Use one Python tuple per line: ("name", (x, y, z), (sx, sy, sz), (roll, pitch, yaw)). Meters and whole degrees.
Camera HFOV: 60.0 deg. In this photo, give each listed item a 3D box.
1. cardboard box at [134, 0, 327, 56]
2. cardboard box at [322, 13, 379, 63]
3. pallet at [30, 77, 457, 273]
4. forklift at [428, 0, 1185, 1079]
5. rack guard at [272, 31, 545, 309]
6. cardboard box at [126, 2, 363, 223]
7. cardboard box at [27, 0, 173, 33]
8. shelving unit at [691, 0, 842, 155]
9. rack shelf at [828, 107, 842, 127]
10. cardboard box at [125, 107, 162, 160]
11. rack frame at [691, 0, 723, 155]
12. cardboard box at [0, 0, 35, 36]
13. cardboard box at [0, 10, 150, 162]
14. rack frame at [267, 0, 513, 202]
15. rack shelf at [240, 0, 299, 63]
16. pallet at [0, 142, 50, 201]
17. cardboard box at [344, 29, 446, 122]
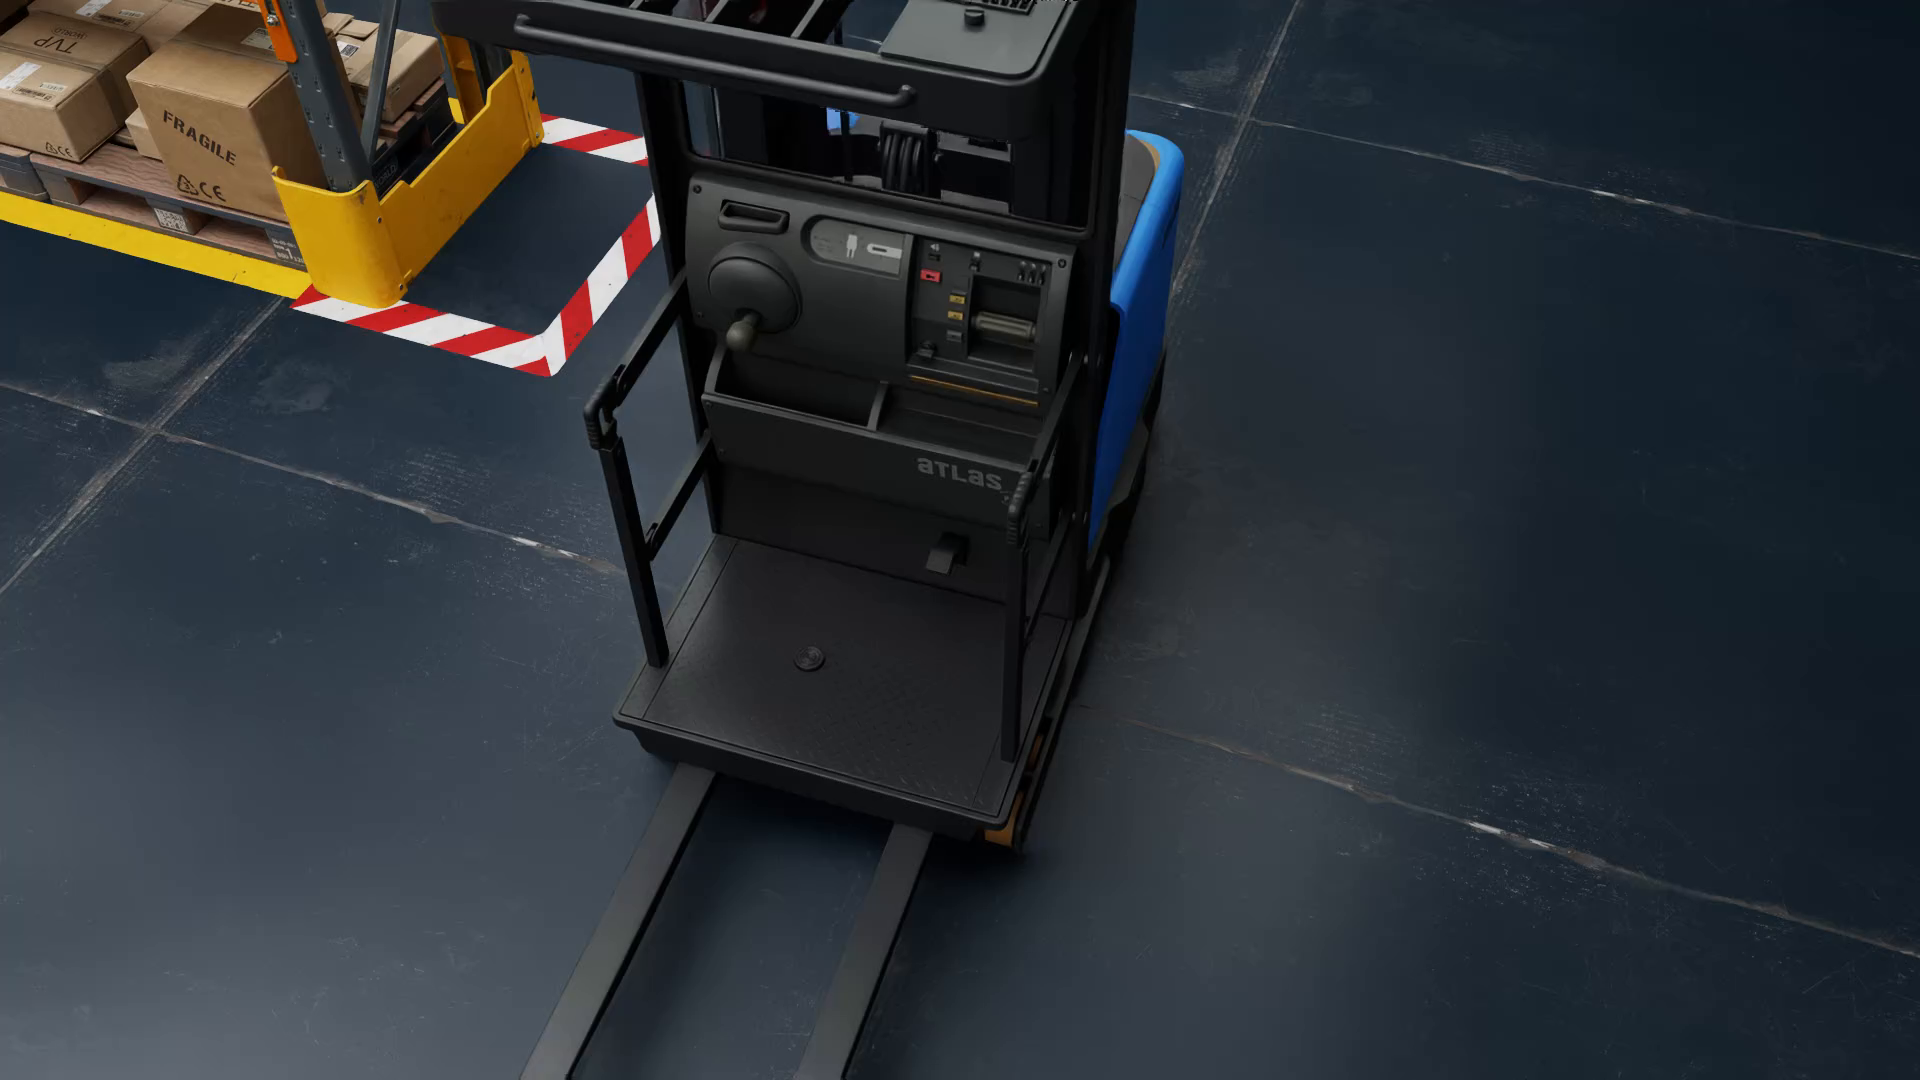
("cardboard box", (-2.815, -1.955, 6.488), (0.500, 0.250, 0.500), (16, 51, 13))
("cardboard box", (-2.443, -1.872, 6.472), (0.250, 0.166, 0.380), (16, 51, 13))
("pallet", (-2.754, -1.552, 6.456), (1.213, 0.211, 1.003), (16, 51, 13))
("forklift", (-0.262, -0.478, 3.725), (1.130, 2.935, 3.031), (14, 50, 11))
("rack guard", (-2.006, -1.439, 6.166), (0.348, 0.500, 1.175), (16, 51, 13))
("cardboard box", (-2.530, -1.531, 5.955), (0.500, 0.500, 0.500), (16, 51, 13))
("cardboard box", (-3.284, -2.086, 6.602), (0.500, 0.250, 0.500), (16, 51, 13))
("shelving unit", (-0.280, -1.406, 5.476), (1.048, 1.500, 0.538), (-3, 49, -3))
("rack shelf", (-0.280, -1.288, 5.612), (1.000, 0.185, 0.538), (-3, 49, -3))
("cardboard box", (-2.879, -1.591, 6.228), (0.250, 0.166, 0.380), (16, 51, 13))
("rack frame", (-0.787, -1.380, 5.454), (0.032, 1.500, 0.500), (-3, 49, -3))
("cardboard box", (-3.923, -2.123, 6.466), (0.637, 0.503, 0.797), (16, 51, 13))
("cardboard box", (-3.411, -1.719, 6.283), (0.500, 0.250, 0.500), (16, 51, 13))
("rack frame", (-1.935, -2.237, 5.204), (0.127, 3.000, 1.000), (16, 51, 13))
("rack shelf", (-3.811, -2.526, 5.930), (4.000, 0.370, 1.077), (16, 51, 13))
("pallet", (-3.895, -1.873, 6.734), (1.213, 0.211, 1.003), (16, 51, 13))
("cardboard box", (-2.208, -1.801, 6.421), (0.250, 0.149, 0.380), (16, 51, 13))
